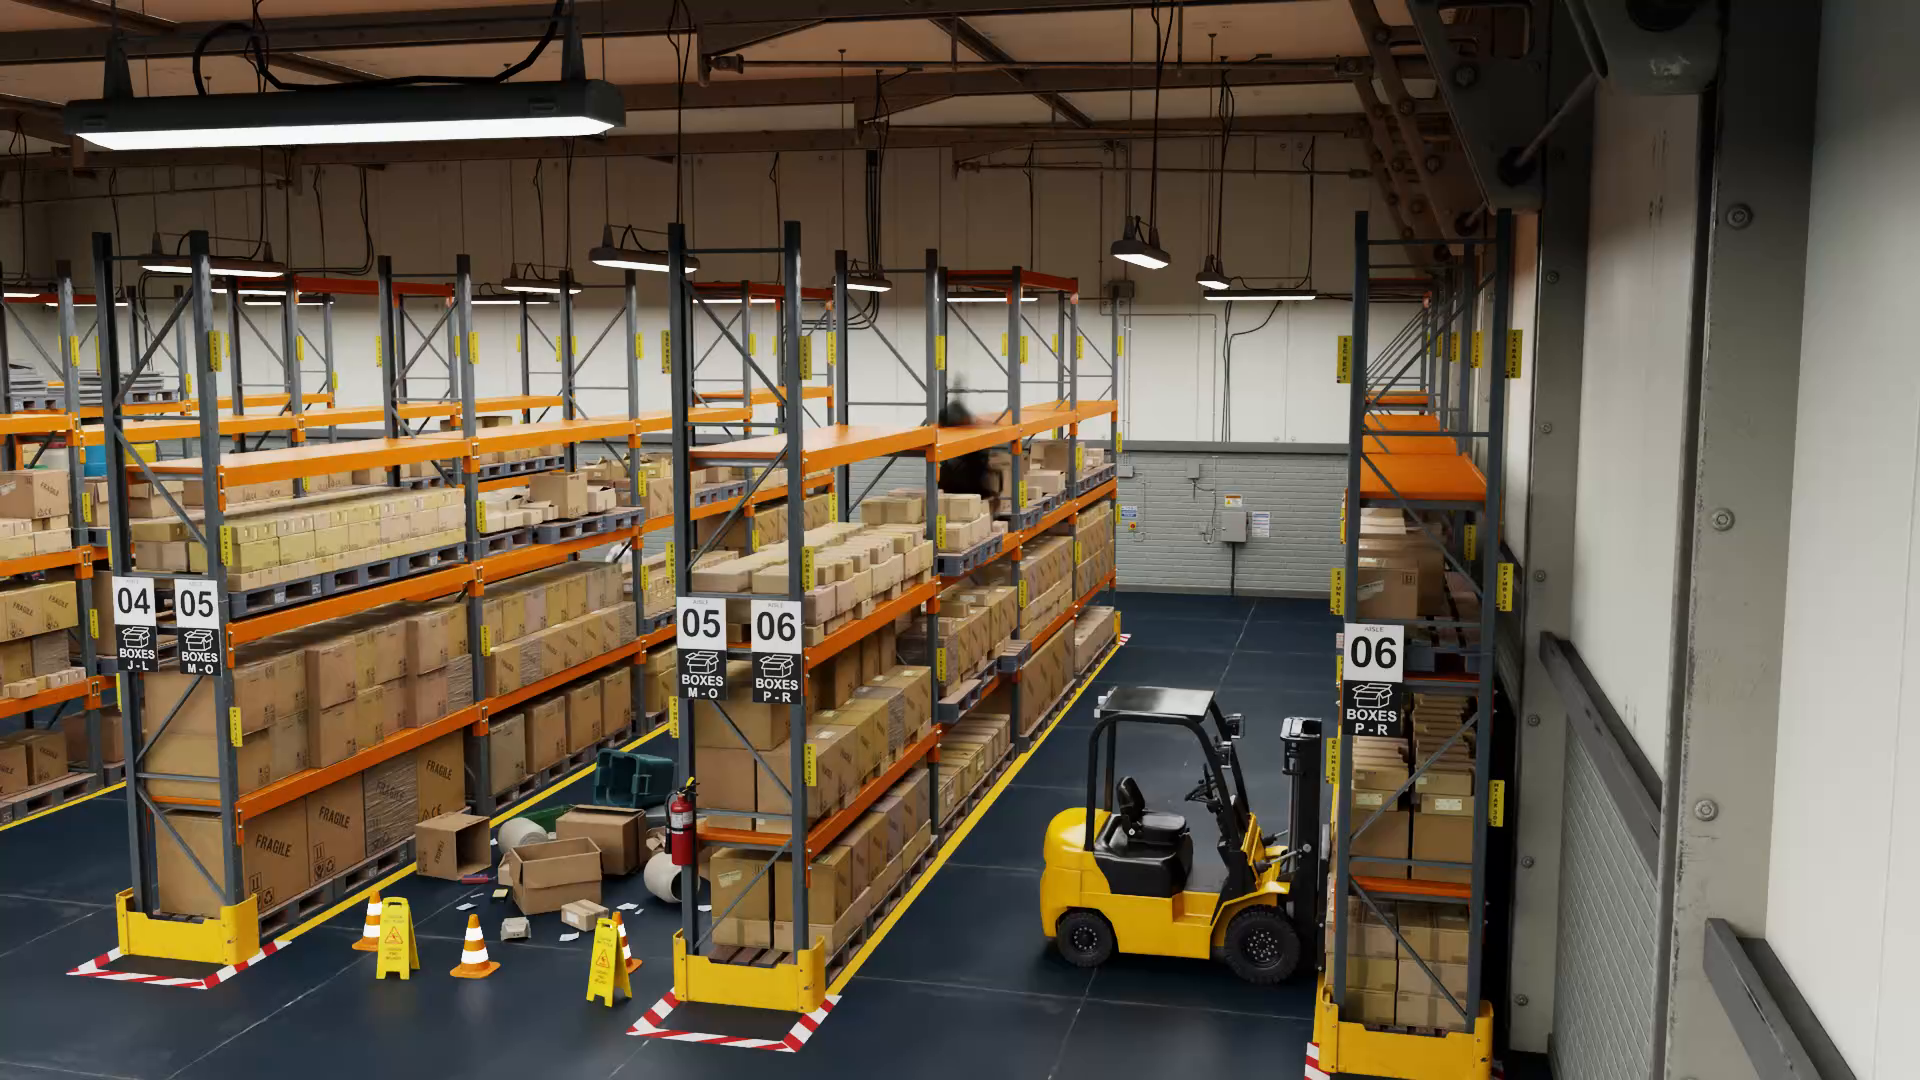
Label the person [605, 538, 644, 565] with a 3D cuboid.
[{"bbox_3d":[-6.109,0.642,30.539,0.652,1.688,0.592,-4,8,-30],"label":"person"}]
